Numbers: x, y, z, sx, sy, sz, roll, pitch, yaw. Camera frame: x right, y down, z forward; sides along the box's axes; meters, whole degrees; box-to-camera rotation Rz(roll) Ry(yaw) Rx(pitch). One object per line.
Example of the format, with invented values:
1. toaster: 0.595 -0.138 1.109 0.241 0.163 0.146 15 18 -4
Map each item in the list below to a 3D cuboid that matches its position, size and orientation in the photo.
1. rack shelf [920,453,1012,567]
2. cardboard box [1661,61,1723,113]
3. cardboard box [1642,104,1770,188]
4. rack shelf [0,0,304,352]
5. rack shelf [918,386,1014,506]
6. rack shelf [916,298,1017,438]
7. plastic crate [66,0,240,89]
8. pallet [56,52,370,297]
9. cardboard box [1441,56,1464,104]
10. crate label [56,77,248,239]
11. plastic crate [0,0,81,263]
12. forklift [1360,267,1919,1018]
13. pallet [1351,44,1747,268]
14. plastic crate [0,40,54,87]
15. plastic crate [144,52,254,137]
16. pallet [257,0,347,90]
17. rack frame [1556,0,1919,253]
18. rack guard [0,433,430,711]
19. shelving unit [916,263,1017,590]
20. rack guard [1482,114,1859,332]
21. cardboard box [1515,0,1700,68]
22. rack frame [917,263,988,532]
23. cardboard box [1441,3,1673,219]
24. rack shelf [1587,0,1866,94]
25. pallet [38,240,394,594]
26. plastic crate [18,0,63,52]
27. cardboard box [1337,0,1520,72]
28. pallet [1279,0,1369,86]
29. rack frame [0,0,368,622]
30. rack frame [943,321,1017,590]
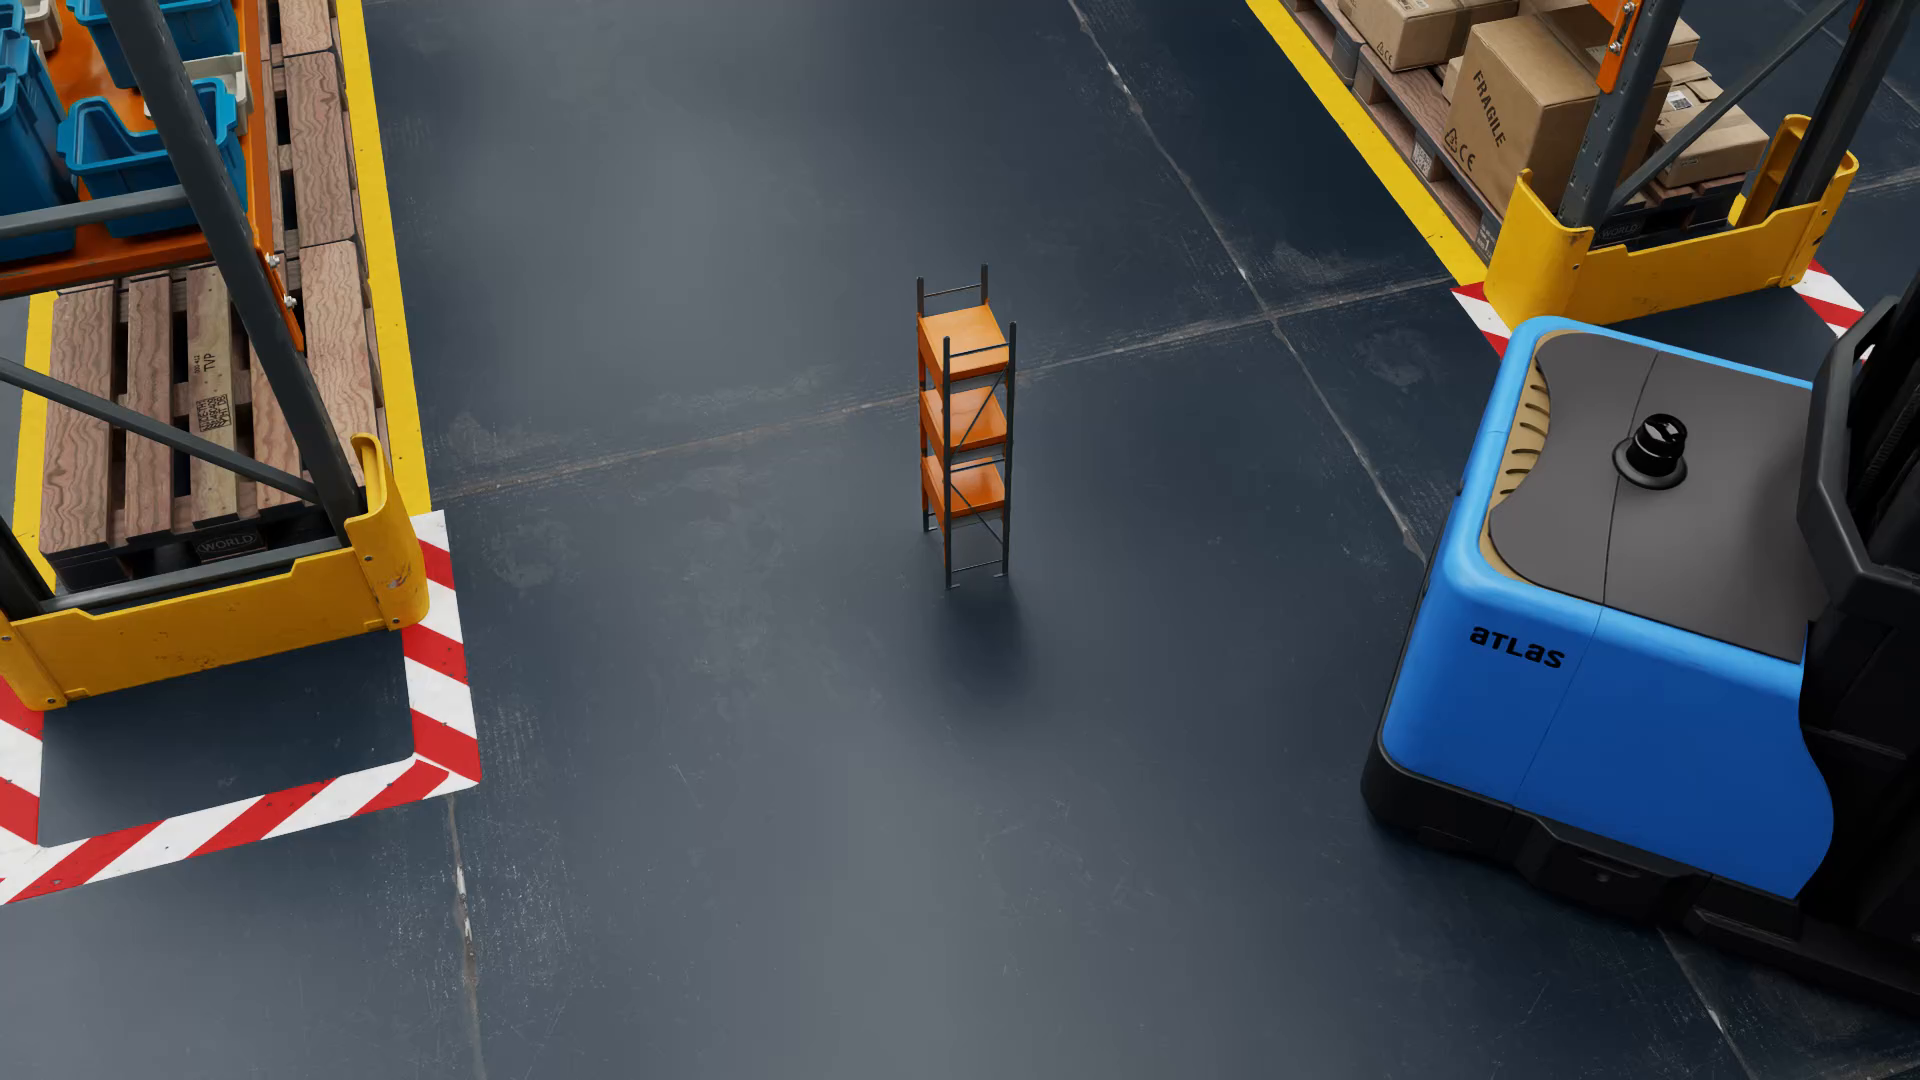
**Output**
1. rack shelf: 0.016 -0.113 5.036 0.215 0.259 0.240 -13 51 -11
2. cardboard box: 2.632 -1.640 6.236 0.380 0.166 0.250 -13 51 -11
3. cardboard box: 2.706 -1.452 6.089 0.380 0.149 0.250 -13 51 -11
4. rack shelf: -2.823 -1.957 5.408 1.077 0.370 4.000 -13 51 -11
5. rack shelf: 0.016 -0.292 4.824 0.215 0.259 0.240 -13 51 -11
6. rack shelf: 0.016 -0.475 4.607 0.215 0.259 0.240 -13 51 -11
7. plastic crate: -2.185 -1.429 4.563 0.416 0.233 0.300 -13 51 -11
8. pallet: -2.795 -1.330 6.233 1.003 0.211 1.213 -13 51 -11
9. cardboard box: 2.072 -1.731 6.313 0.380 0.166 0.250 -13 51 -11
10. crate label: -1.990 -0.948 4.158 0.416 0.233 0.303 -13 51 -11
11. plastic crate: -2.509 -0.961 4.036 0.616 0.435 0.499 -13 51 -11
12. forklift: 2.668 -0.082 3.402 3.031 2.935 1.130 18 52 15
13. pallet: 2.242 -1.584 6.447 1.003 0.211 1.213 -13 51 -11
14. plastic crate: -2.645 -1.217 4.447 0.396 0.136 0.243 -13 51 -11
15. plastic crate: -2.006 -1.170 4.408 0.250 0.136 0.298 -13 51 -11
16. pallet: -3.160 -2.222 6.986 1.003 0.211 1.213 -13 51 -11
17. rack frame: 2.502 -1.845 4.844 1.000 3.000 0.127 -13 51 -11
18. rack guard: -2.212 0.092 4.845 1.175 0.500 0.348 -13 51 -11
19. shelving unit: 0.016 -0.299 4.816 0.215 1.050 0.252 -13 51 -11
20. rack guard: 2.479 -1.095 5.846 1.175 0.500 0.348 -13 51 -11
21. cardboard box: 2.464 -1.927 6.424 0.500 0.250 0.500 -13 51 -11
22. rack frame: -0.020 -0.388 4.891 0.200 1.050 0.008 -13 51 -11
23. cardboard box: 2.105 -1.523 5.919 0.500 0.500 0.500 -13 51 -11
24. rack shelf: 1.910 -3.074 6.350 1.077 0.370 4.000 -13 51 -11
25. pallet: -2.438 -0.440 5.483 1.003 0.211 1.213 -13 51 -11
26. plastic crate: -2.717 -1.432 4.629 0.396 0.136 0.243 -13 51 -11
27. cardboard box: 1.853 -2.143 6.605 0.500 0.250 0.500 -13 51 -11
28. pallet: 1.885 -2.473 7.197 1.003 0.211 1.213 -13 51 -11
29. rack frame: -2.231 -0.728 3.902 1.000 3.000 0.127 -13 51 -11
30. rack frame: 0.052 -0.210 4.741 0.200 1.050 0.008 -13 51 -11
